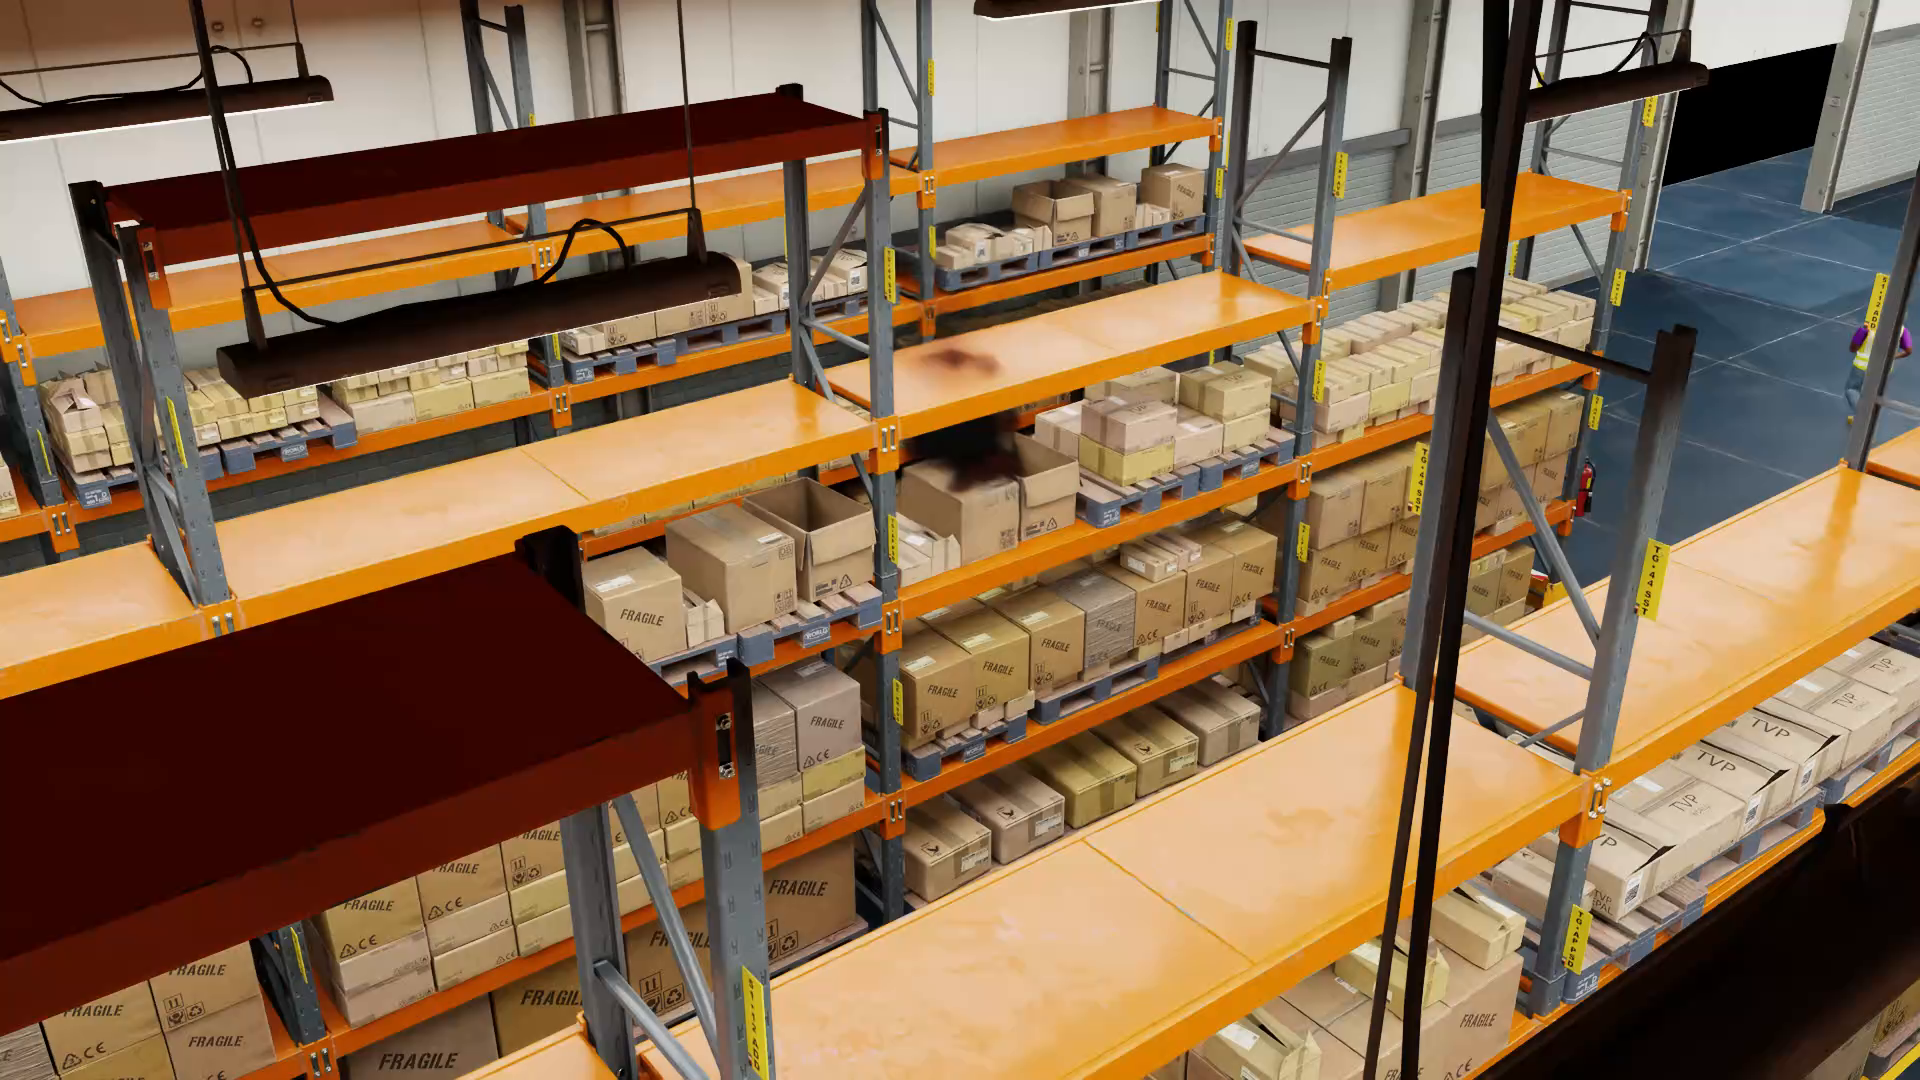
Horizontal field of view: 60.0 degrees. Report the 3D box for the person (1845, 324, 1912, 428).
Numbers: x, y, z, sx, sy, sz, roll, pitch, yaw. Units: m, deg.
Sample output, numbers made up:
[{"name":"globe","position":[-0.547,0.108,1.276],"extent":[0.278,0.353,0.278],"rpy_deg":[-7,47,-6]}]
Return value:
[{"name":"person","position":[11.284,-2.148,20.545],"extent":[0.704,1.723,0.696],"rpy_deg":[4,26,9]}]
